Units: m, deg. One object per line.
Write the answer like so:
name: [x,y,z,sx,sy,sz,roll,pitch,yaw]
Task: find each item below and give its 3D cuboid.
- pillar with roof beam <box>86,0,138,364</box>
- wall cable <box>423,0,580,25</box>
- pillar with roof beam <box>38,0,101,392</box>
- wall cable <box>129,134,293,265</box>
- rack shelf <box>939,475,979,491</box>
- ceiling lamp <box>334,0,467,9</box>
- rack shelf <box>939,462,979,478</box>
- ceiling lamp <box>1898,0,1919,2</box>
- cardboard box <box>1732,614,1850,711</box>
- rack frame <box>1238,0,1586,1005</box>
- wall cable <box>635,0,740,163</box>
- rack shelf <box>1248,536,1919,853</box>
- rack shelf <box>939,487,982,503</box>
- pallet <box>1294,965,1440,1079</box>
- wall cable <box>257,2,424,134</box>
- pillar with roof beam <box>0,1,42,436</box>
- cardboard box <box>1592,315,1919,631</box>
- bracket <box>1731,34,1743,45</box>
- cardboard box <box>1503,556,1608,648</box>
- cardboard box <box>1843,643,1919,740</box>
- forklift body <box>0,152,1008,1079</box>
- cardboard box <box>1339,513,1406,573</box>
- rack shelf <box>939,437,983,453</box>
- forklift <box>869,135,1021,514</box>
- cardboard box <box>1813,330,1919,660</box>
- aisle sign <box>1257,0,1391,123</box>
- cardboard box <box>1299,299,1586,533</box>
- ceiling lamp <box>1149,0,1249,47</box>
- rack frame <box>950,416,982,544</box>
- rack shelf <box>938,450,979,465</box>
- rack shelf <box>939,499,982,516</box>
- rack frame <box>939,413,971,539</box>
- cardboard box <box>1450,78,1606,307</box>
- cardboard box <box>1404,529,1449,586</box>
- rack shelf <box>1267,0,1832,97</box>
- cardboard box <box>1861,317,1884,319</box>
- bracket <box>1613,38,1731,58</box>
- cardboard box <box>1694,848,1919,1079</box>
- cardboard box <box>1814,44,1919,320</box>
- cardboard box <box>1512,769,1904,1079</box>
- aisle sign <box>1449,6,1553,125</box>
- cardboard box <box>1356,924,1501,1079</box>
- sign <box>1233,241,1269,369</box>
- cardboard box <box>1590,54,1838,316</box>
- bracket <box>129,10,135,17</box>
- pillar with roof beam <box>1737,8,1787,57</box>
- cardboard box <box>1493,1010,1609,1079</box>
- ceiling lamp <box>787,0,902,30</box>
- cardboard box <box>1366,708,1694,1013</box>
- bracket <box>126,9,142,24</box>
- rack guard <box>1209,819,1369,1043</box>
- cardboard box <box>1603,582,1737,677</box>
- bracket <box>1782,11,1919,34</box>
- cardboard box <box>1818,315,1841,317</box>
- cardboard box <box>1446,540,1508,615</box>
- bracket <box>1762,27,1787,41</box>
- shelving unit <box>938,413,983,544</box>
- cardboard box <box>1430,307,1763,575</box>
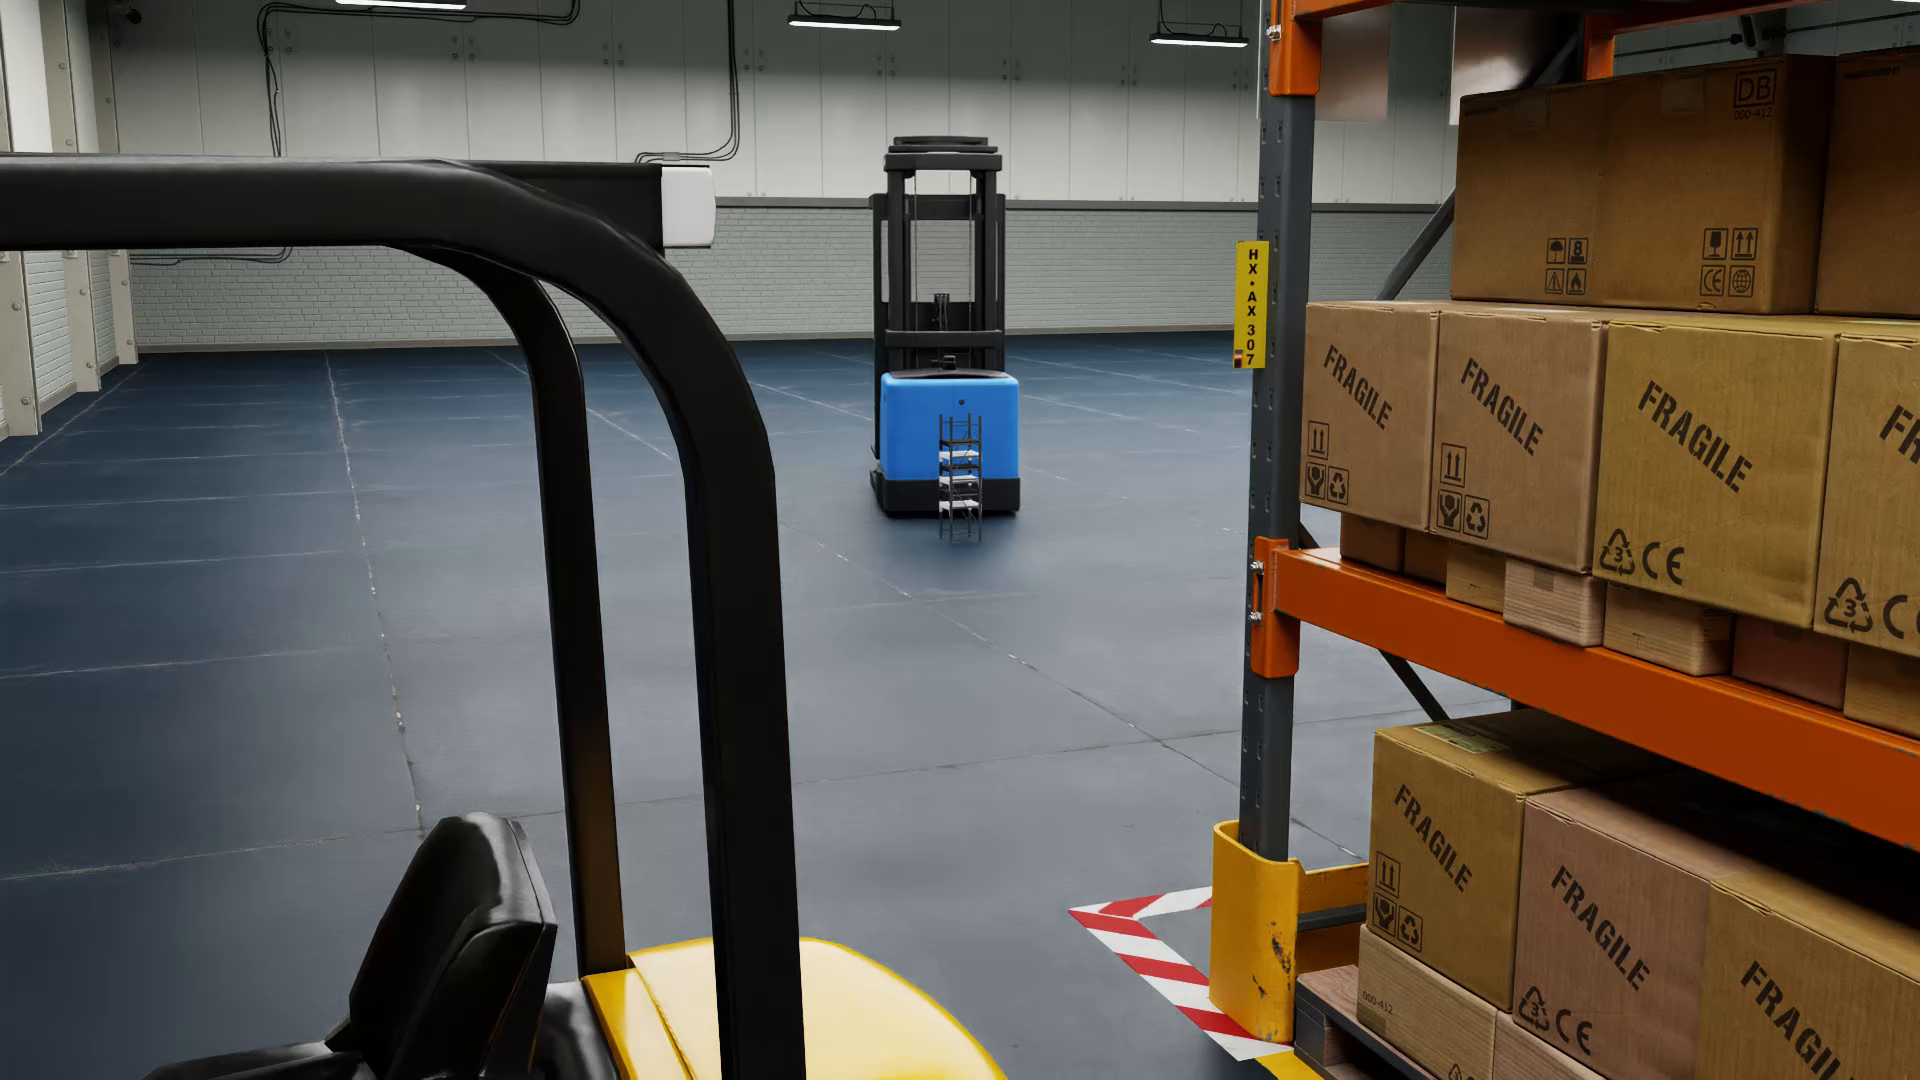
pillar with roof beam: [-10.811,-7.853,30.371,9.100,9.000,0.548,-4,11,-21]
wall cable: [-9.253,-11.709,33.510,3.097,2.526,0.112,-4,11,-21]
pillar with roof beam: [-8.637,-6.873,24.865,9.100,9.000,0.400,-4,11,-21]
wall cable: [-14.659,-6.615,32.282,3.097,2.526,0.112,-4,11,-21]
rack shelf: [0.003,-0.409,11.840,0.258,0.077,0.200,-4,11,-21]
ceiling lamp: [-8.997,-10.124,26.472,2.000,3.185,0.800,-4,11,-21]
rack shelf: [0.003,-0.498,11.824,0.258,0.077,0.200,-4,11,-21]
ceiling lamp: [14.614,-10.040,25.883,2.000,3.144,0.800,-4,11,-21]
cardboard box: [1.642,0.189,3.008,0.380,0.149,0.250,-4,11,-19]
rack frame: [1.261,-0.215,4.566,1.000,3.000,0.127,-4,11,-21]
wall cable: [-5.805,-10.418,35.084,2.305,6.003,0.169,-4,11,-21]
rack shelf: [1.985,0.465,2.794,1.077,0.370,4.000,-4,11,-21]
rack shelf: [0.003,-0.320,11.855,0.258,0.077,0.200,-4,11,-21]
pallet: [1.549,1.305,3.982,1.003,0.211,1.213,-4,11,-21]
wall cable: [-12.137,-9.274,32.805,3.097,2.526,0.112,-4,11,-21]
pillar with roof beam: [-6.463,-5.894,19.359,9.100,9.000,0.400,-4,11,-21]
cardboard box: [1.550,-0.149,3.056,0.500,0.500,0.500,-4,11,-22]
bracket: [16.229,-10.416,34.506,0.235,0.232,0.430,-4,11,-21]
cardboard box: [1.365,0.110,3.454,0.380,0.149,0.250,-4,11,-20]
cardboard box: [1.710,0.234,2.755,0.380,0.149,0.250,-4,11,-22]
forklift body: [-0.977,0.712,1.777,2.313,2.155,1.214,-4,11,-21]
cardboard box: [1.191,-0.023,4.202,0.380,0.149,0.250,-4,11,-21]
rack shelf: [0.003,-0.675,11.792,0.258,0.077,0.200,-4,11,-21]
forklift: [-0.197,-1.863,14.024,1.130,2.935,3.031,-1,10,-6]
cardboard box: [1.742,-0.066,2.593,0.500,0.500,0.500,-4,11,-22]
aisle sign: [0.949,-1.486,4.285,0.394,0.787,0.004,-4,11,-21]
cardboard box: [1.174,-0.316,3.998,0.500,0.500,0.500,-4,11,-22]
ceiling lamp: [4.471,-11.041,31.628,2.000,3.185,0.800,-4,11,-21]
rack frame: [0.040,-0.425,11.741,0.240,0.900,0.006,-4,11,-21]
rack shelf: [0.003,-0.586,11.808,0.258,0.077,0.200,-4,11,-21]
rack shelf: [0.003,-0.232,11.871,0.258,0.077,0.200,-4,11,-21]
rack frame: [-0.034,-0.458,11.927,0.240,0.900,0.006,-4,11,-21]
cardboard box: [1.649,-0.834,4.053,0.700,0.500,0.500,-4,11,-22]
cardboard box: [1.296,0.017,3.976,0.380,0.149,0.250,-4,11,-20]
rack shelf: [1.985,-1.012,2.531,1.077,0.370,4.000,-4,11,-21]
cardboard box: [2.069,-0.176,3.210,0.500,0.500,0.500,-4,11,-21]
bracket: [15.289,-10.840,36.886,0.076,0.066,4.783,-4,11,-21]
cardboard box: [1.672,0.883,2.902,0.500,0.500,0.500,-4,11,-20]
cardboard box: [2.106,-0.674,3.154,0.700,0.500,0.500,-4,11,-22]
cardboard box: [1.498,0.801,3.366,0.500,0.500,0.500,-4,11,-23]
aisle sign: [1.508,-1.524,4.499,0.394,0.787,0.004,-4,11,-21]
cardboard box: [1.295,1.081,3.931,0.500,0.250,0.500,-4,11,-21]
sign: [0.755,-0.607,4.297,0.100,0.325,0.005,-4,11,-21]
cardboard box: [1.825,-0.751,3.586,0.700,0.500,0.500,-4,11,-20]
bracket: [-15.288,-9.732,30.660,0.076,0.066,3.189,-4,11,-21]
pillar with roof beam: [12.697,-8.326,33.031,9.100,9.000,0.548,-4,11,-21]
cardboard box: [1.473,1.165,3.460,0.500,0.250,0.500,-3,11,-19]
ceiling lamp: [-2.109,-10.593,29.109,2.000,3.185,0.800,-4,11,-21]
cardboard box: [1.304,0.715,3.844,0.500,0.500,0.500,-4,11,-23]
bracket: [-15.502,-9.829,31.202,0.235,0.232,0.430,-4,11,-21]
rack guard: [1.288,1.028,4.715,1.175,0.500,0.348,-4,11,-21]
cardboard box: [1.490,0.150,3.229,0.380,0.149,0.250,-4,11,-19]
bracket: [17.463,-9.860,31.380,0.076,0.066,4.783,-4,11,-21]
cardboard box: [1.891,-0.258,3.670,0.500,0.500,0.500,-4,11,-21]
cardboard box: [1.316,0.066,3.703,0.380,0.149,0.250,-4,11,-23]
bracket: [16.529,-10.281,33.745,0.235,0.232,0.430,-4,11,-21]
shelving unit: [0.003,-0.442,11.834,0.258,0.900,0.210,-4,11,-21]
cardboard box: [1.364,-0.232,3.523,0.500,0.500,0.500,-4,11,-19]
